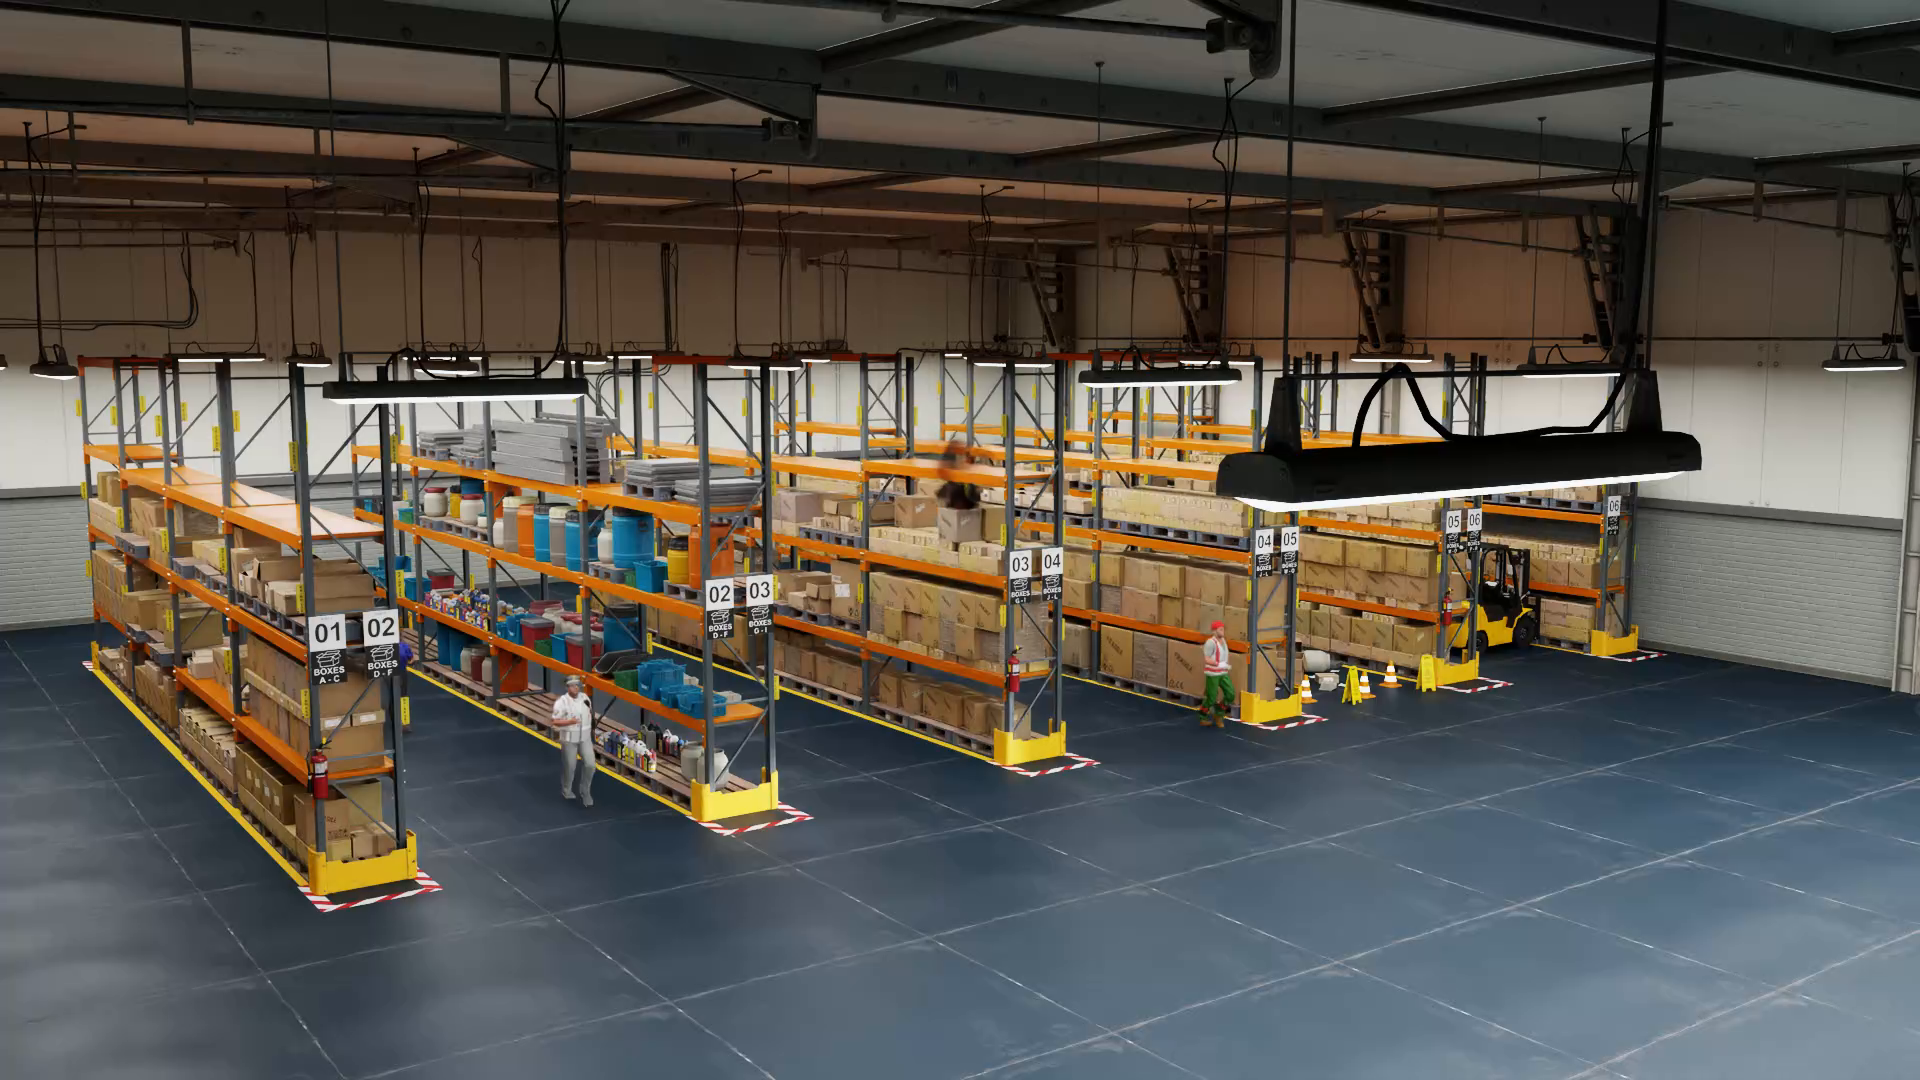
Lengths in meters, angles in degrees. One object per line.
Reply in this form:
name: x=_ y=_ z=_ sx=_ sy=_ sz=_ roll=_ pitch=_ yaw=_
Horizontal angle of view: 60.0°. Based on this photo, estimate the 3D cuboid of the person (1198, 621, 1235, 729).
person: x=4.199 y=2.199 z=26.933 sx=0.696 sy=1.809 sz=0.692 roll=-6 pitch=9 yaw=-41

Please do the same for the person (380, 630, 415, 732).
person: x=-9.135 y=2.233 z=26.939 sx=0.576 sy=1.640 sz=0.911 roll=-6 pitch=9 yaw=-42

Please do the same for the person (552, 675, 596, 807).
person: x=-5.211 y=2.729 z=22.594 sx=0.640 sy=1.836 sz=0.727 roll=-5 pitch=8 yaw=-33
